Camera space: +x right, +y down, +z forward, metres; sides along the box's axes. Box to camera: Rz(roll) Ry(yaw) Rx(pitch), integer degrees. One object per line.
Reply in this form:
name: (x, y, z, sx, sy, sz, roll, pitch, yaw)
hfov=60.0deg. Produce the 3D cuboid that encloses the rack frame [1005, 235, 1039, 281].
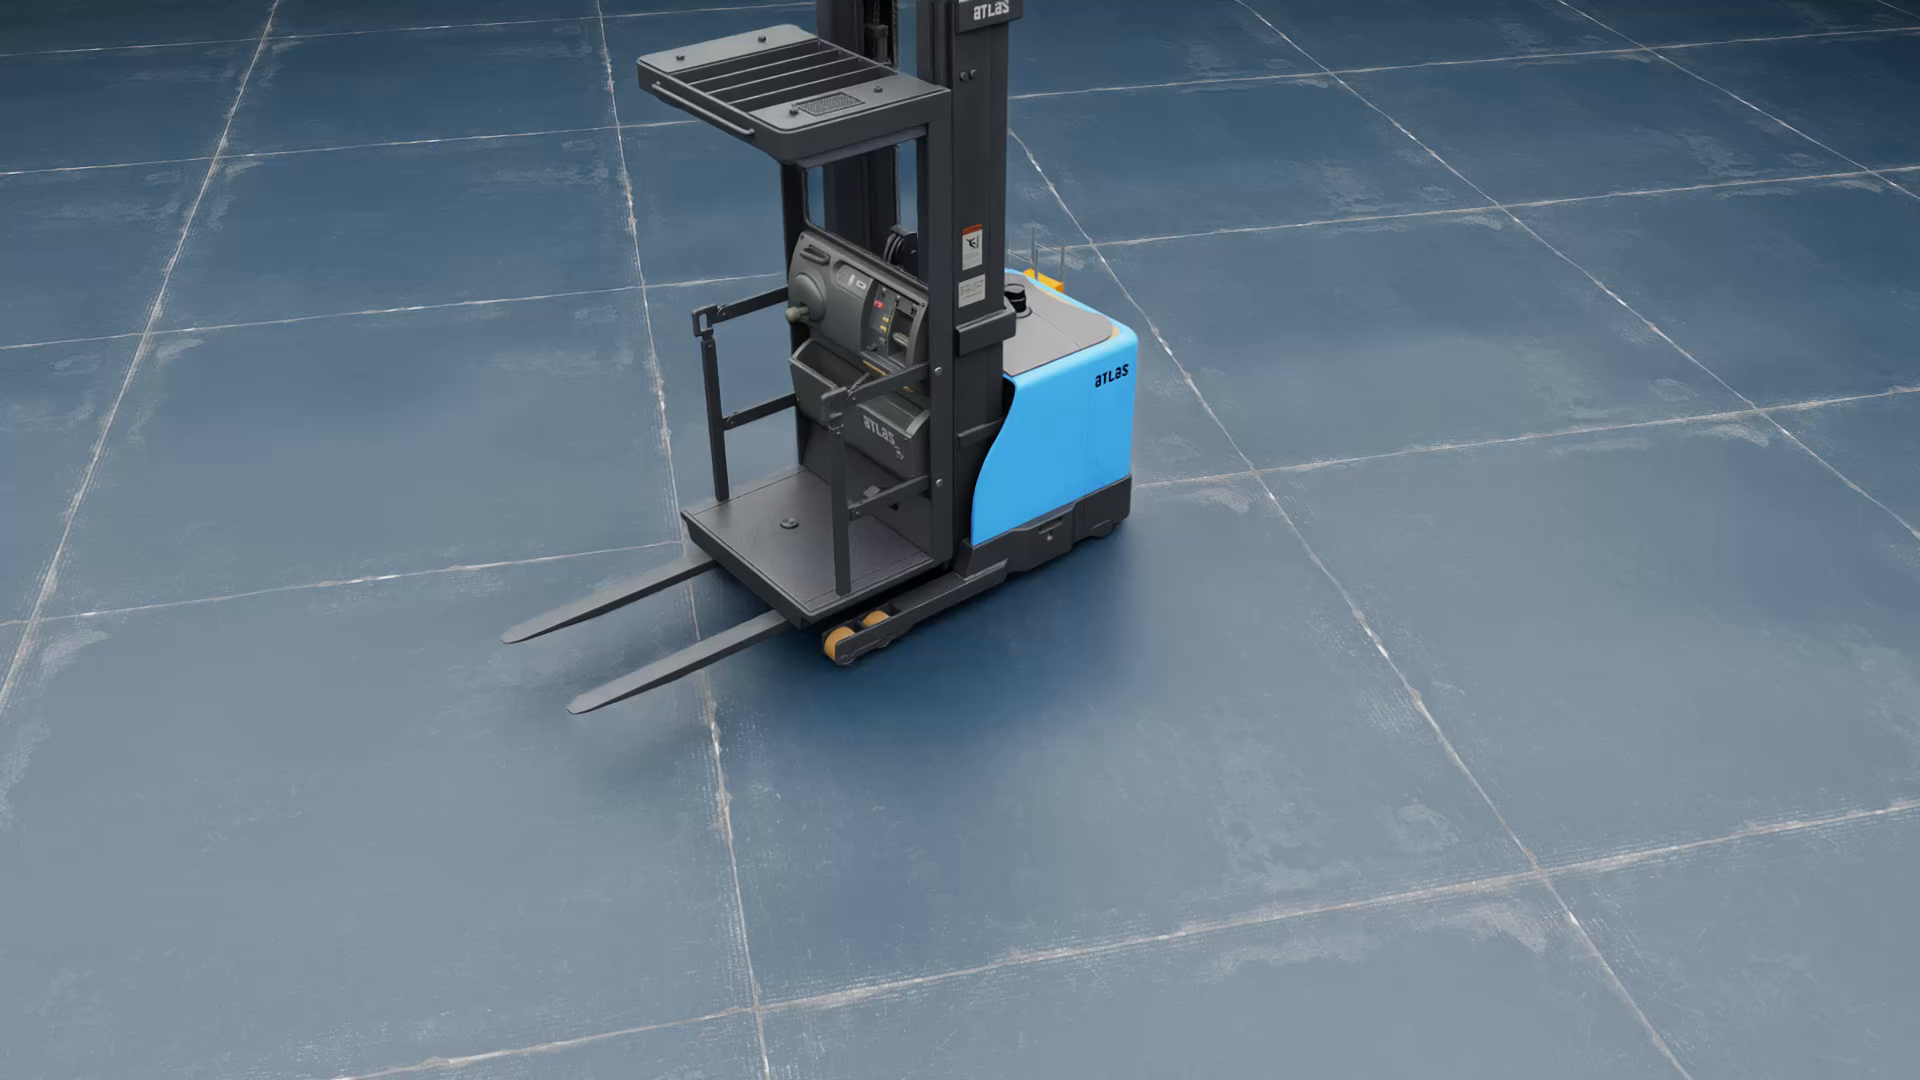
rack frame: (0.309, -0.992, 8.651, 0.006, 1.200, 0.240, -26, 42, -33)

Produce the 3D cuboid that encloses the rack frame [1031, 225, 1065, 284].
rack frame: (0.447, -1.059, 8.751, 0.006, 1.200, 0.240, -26, 42, -33)

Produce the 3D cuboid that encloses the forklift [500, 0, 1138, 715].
forklift: (-0.612, -0.994, 7.101, 3.031, 2.935, 1.130, -24, 41, -31)

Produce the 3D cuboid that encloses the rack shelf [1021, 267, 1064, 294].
rack shelf: (0.378, -1.288, 8.525, 0.180, 0.103, 0.258, -26, 42, -33)

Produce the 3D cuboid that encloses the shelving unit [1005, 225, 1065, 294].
shelving unit: (0.378, -1.025, 8.701, 0.189, 1.200, 0.258, -26, 42, -33)
